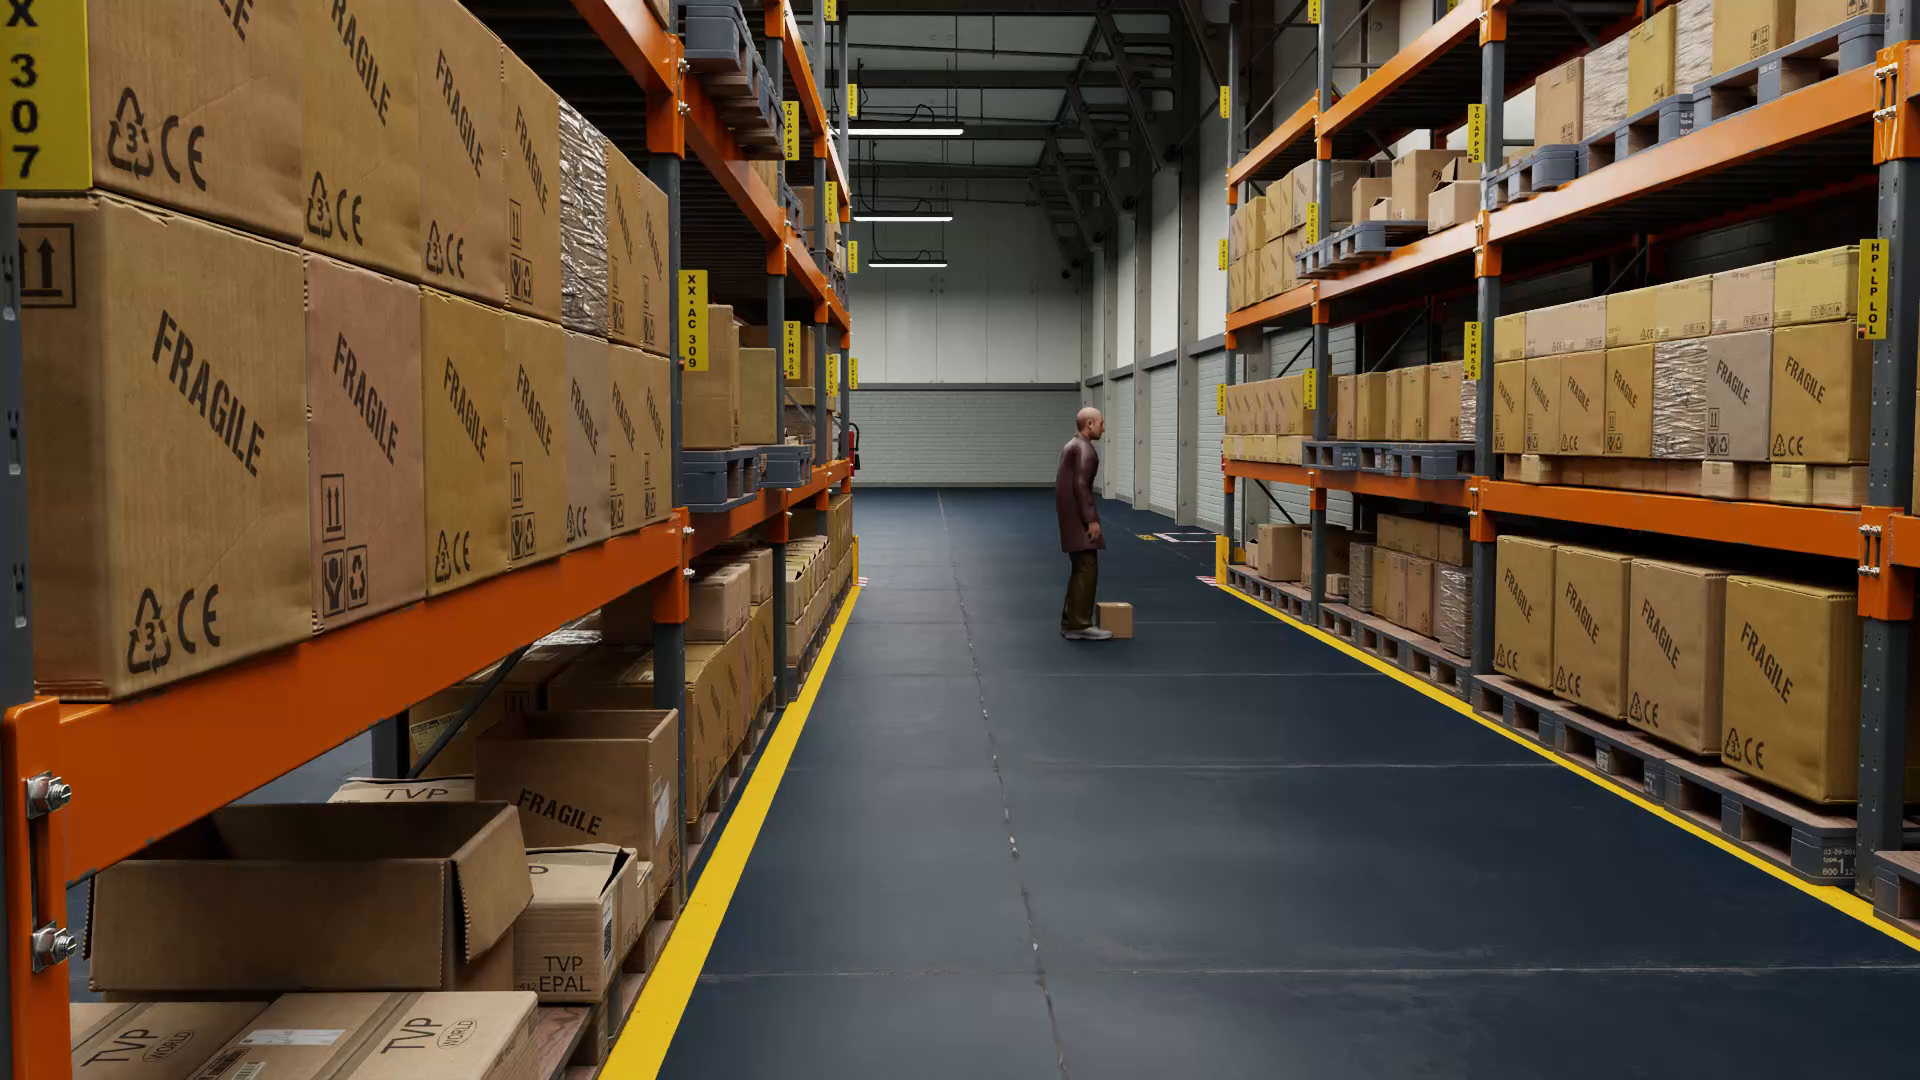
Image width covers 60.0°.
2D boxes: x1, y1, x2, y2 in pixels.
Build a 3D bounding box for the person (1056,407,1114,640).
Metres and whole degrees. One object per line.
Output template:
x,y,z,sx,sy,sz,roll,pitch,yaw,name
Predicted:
0.949,-0.137,12.848,0.415,1.774,0.655,0,4,-3,person
